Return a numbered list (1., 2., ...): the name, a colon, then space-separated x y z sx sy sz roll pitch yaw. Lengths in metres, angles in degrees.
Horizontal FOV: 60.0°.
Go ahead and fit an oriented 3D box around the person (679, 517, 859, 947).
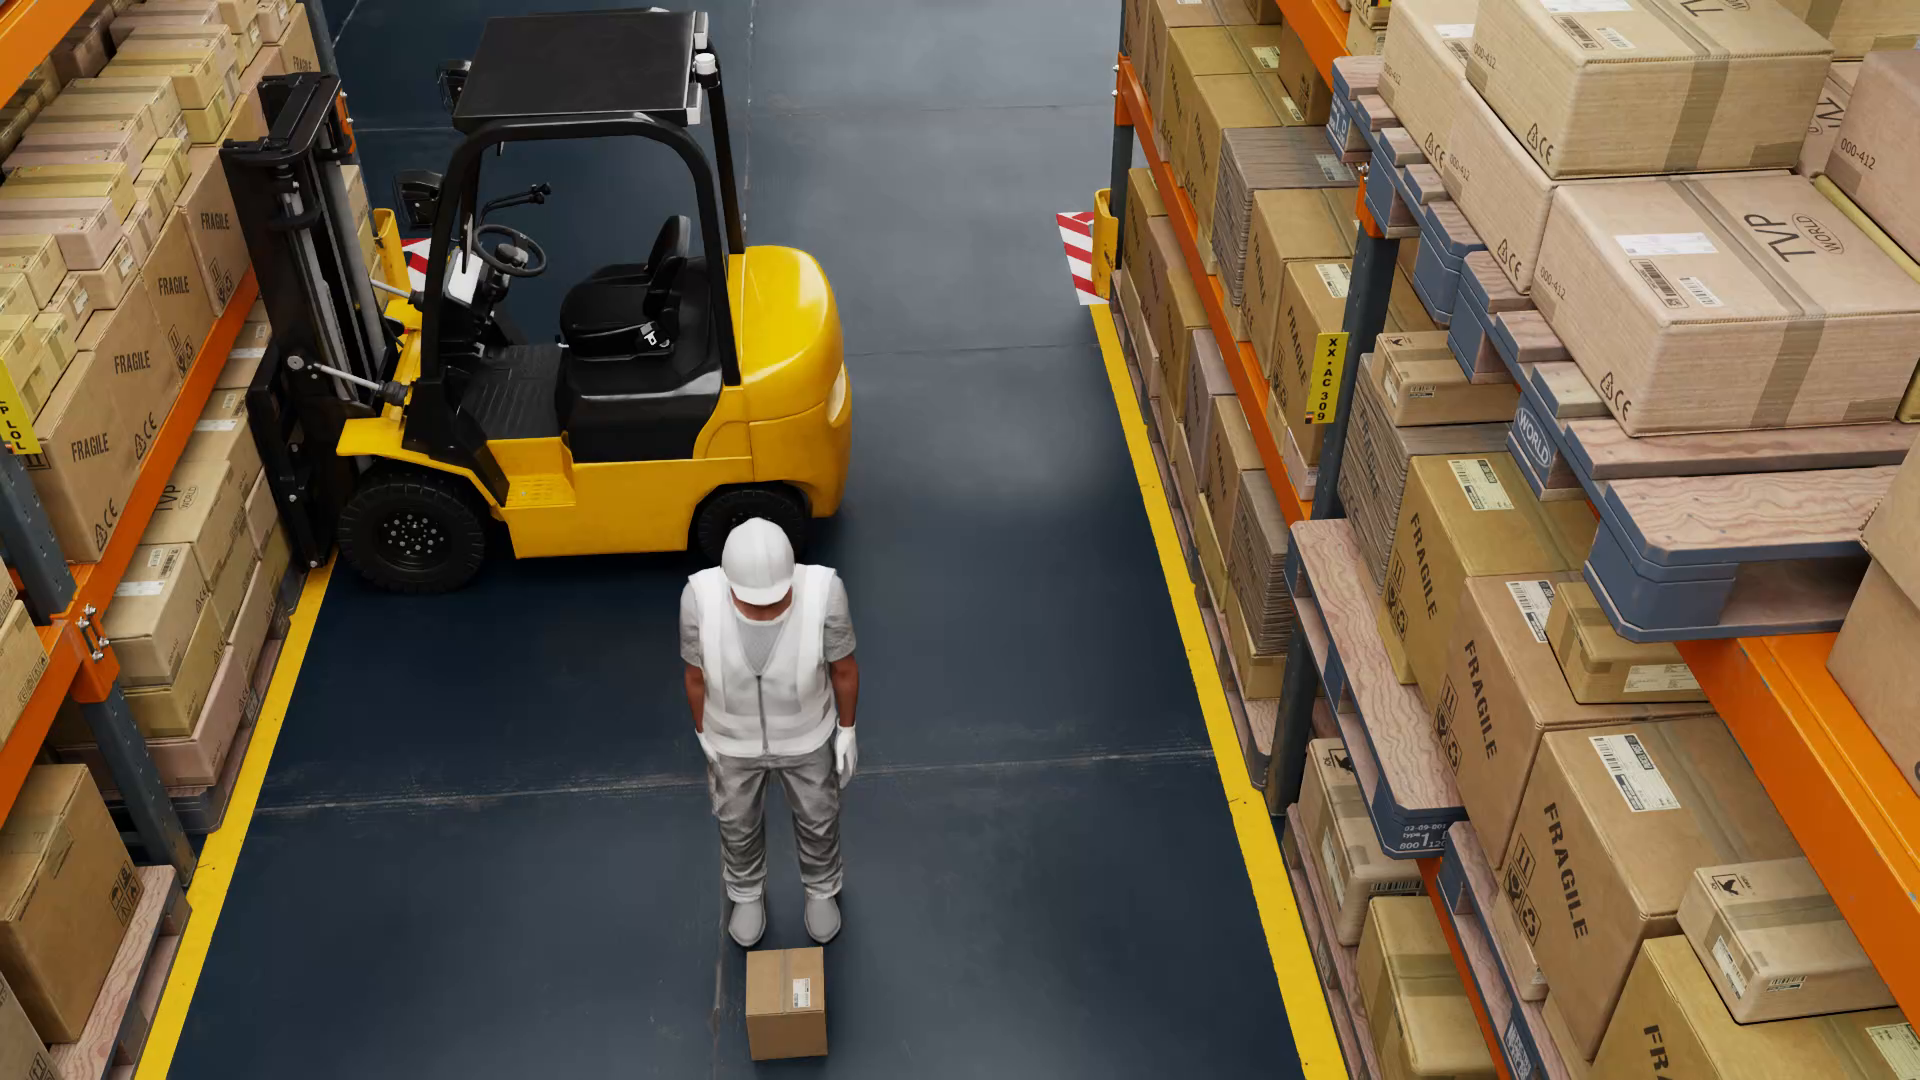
1. person: -0.594 0.623 5.372 0.553 1.769 0.373 -2 39 -3
